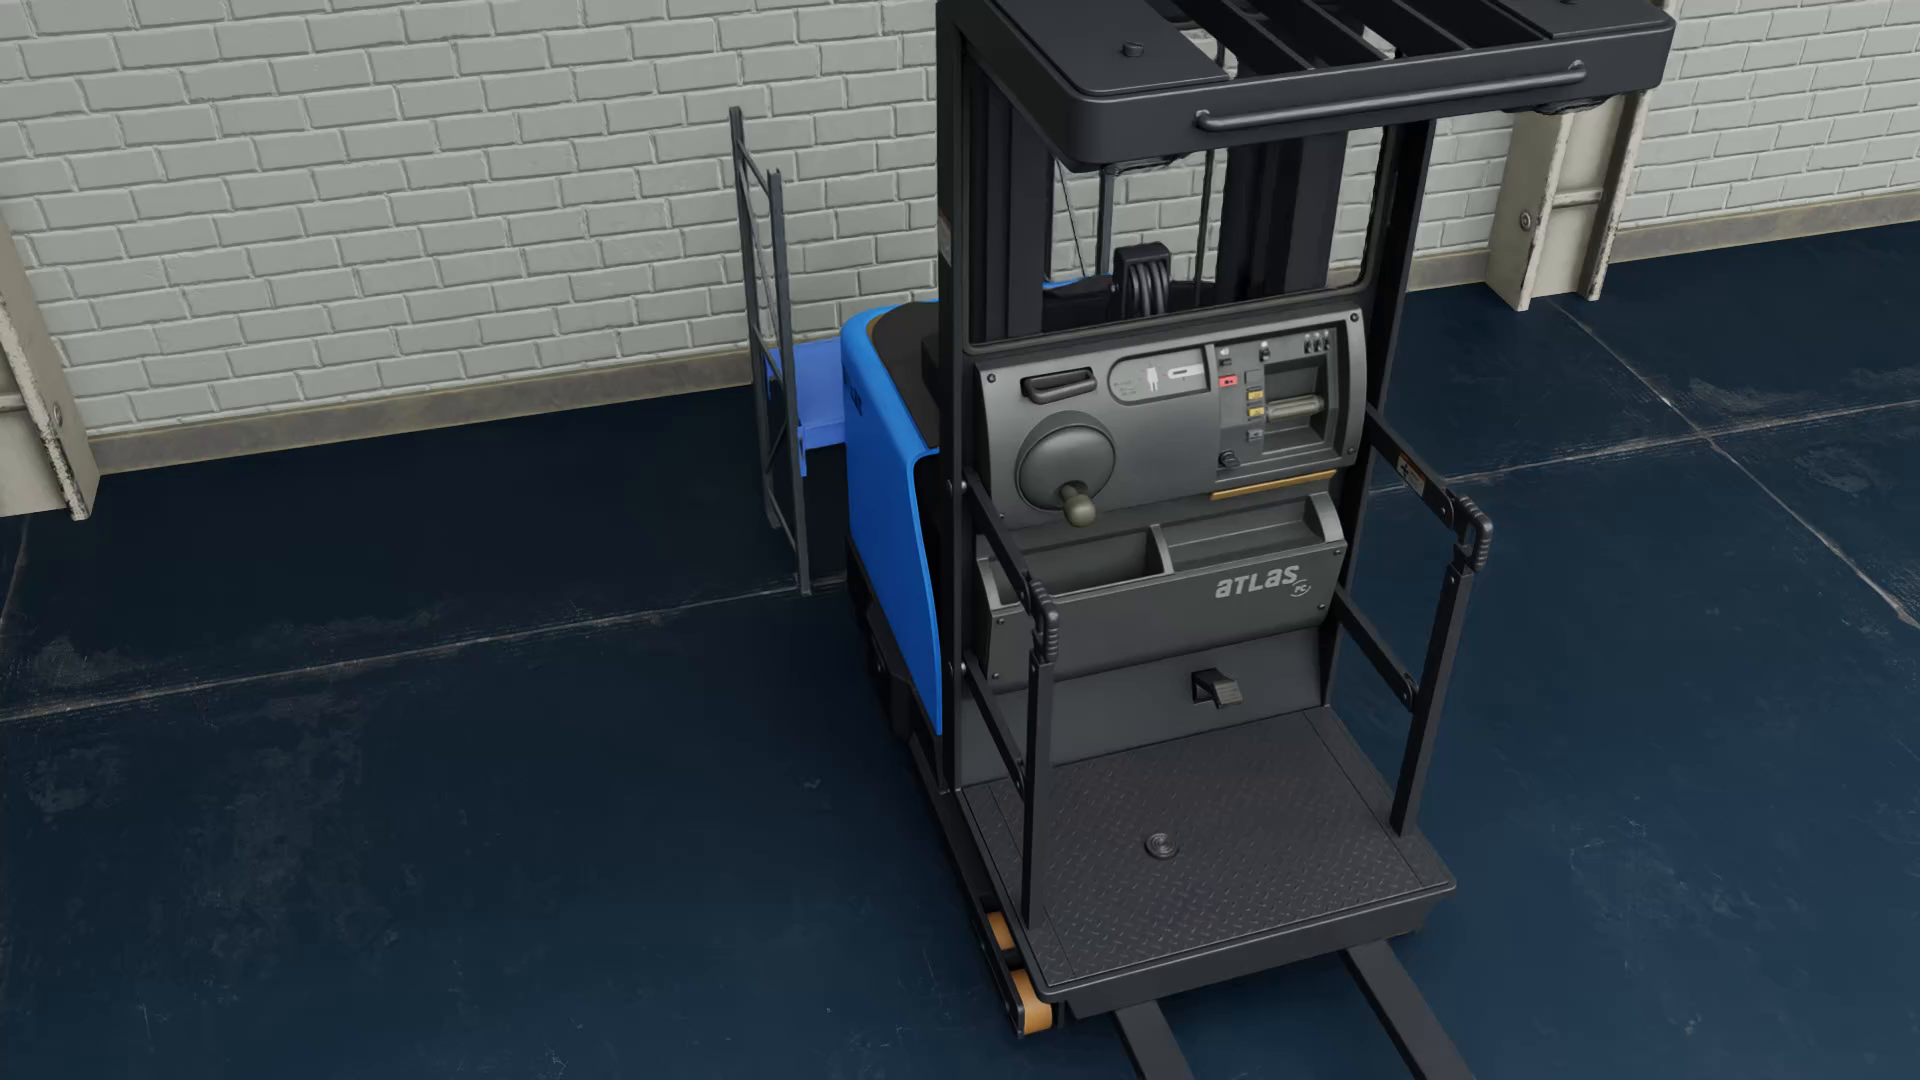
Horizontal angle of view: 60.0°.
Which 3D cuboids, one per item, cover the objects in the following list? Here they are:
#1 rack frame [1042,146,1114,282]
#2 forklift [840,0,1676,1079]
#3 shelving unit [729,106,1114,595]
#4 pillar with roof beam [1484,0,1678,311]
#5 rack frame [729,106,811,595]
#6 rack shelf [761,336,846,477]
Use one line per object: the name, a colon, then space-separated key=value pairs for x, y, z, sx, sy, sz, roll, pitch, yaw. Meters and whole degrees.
rack frame: x=0.364 y=-0.767 z=5.518 sx=0.032 sy=1.500 sz=0.500 roll=-12 pitch=39 yaw=-16
forklift: x=0.562 y=-0.212 z=3.615 sx=1.130 sy=2.935 sz=3.031 roll=-11 pitch=39 yaw=-14
shelving unit: x=-0.115 y=-0.663 z=5.383 sx=1.048 sy=1.500 sz=0.538 roll=-12 pitch=39 yaw=-16
pillar with roof beam: x=3.621 y=-2.135 z=1.134 sx=0.400 sy=9.000 sz=9.100 roll=-9 pitch=38 yaw=-12
rack frame: x=-0.593 y=-0.559 z=5.247 sx=0.032 sy=1.500 sz=0.500 roll=-12 pitch=39 yaw=-16
rack shelf: x=-0.115 y=-0.520 z=5.492 sx=1.000 sy=0.185 sz=0.538 roll=-12 pitch=39 yaw=-16
